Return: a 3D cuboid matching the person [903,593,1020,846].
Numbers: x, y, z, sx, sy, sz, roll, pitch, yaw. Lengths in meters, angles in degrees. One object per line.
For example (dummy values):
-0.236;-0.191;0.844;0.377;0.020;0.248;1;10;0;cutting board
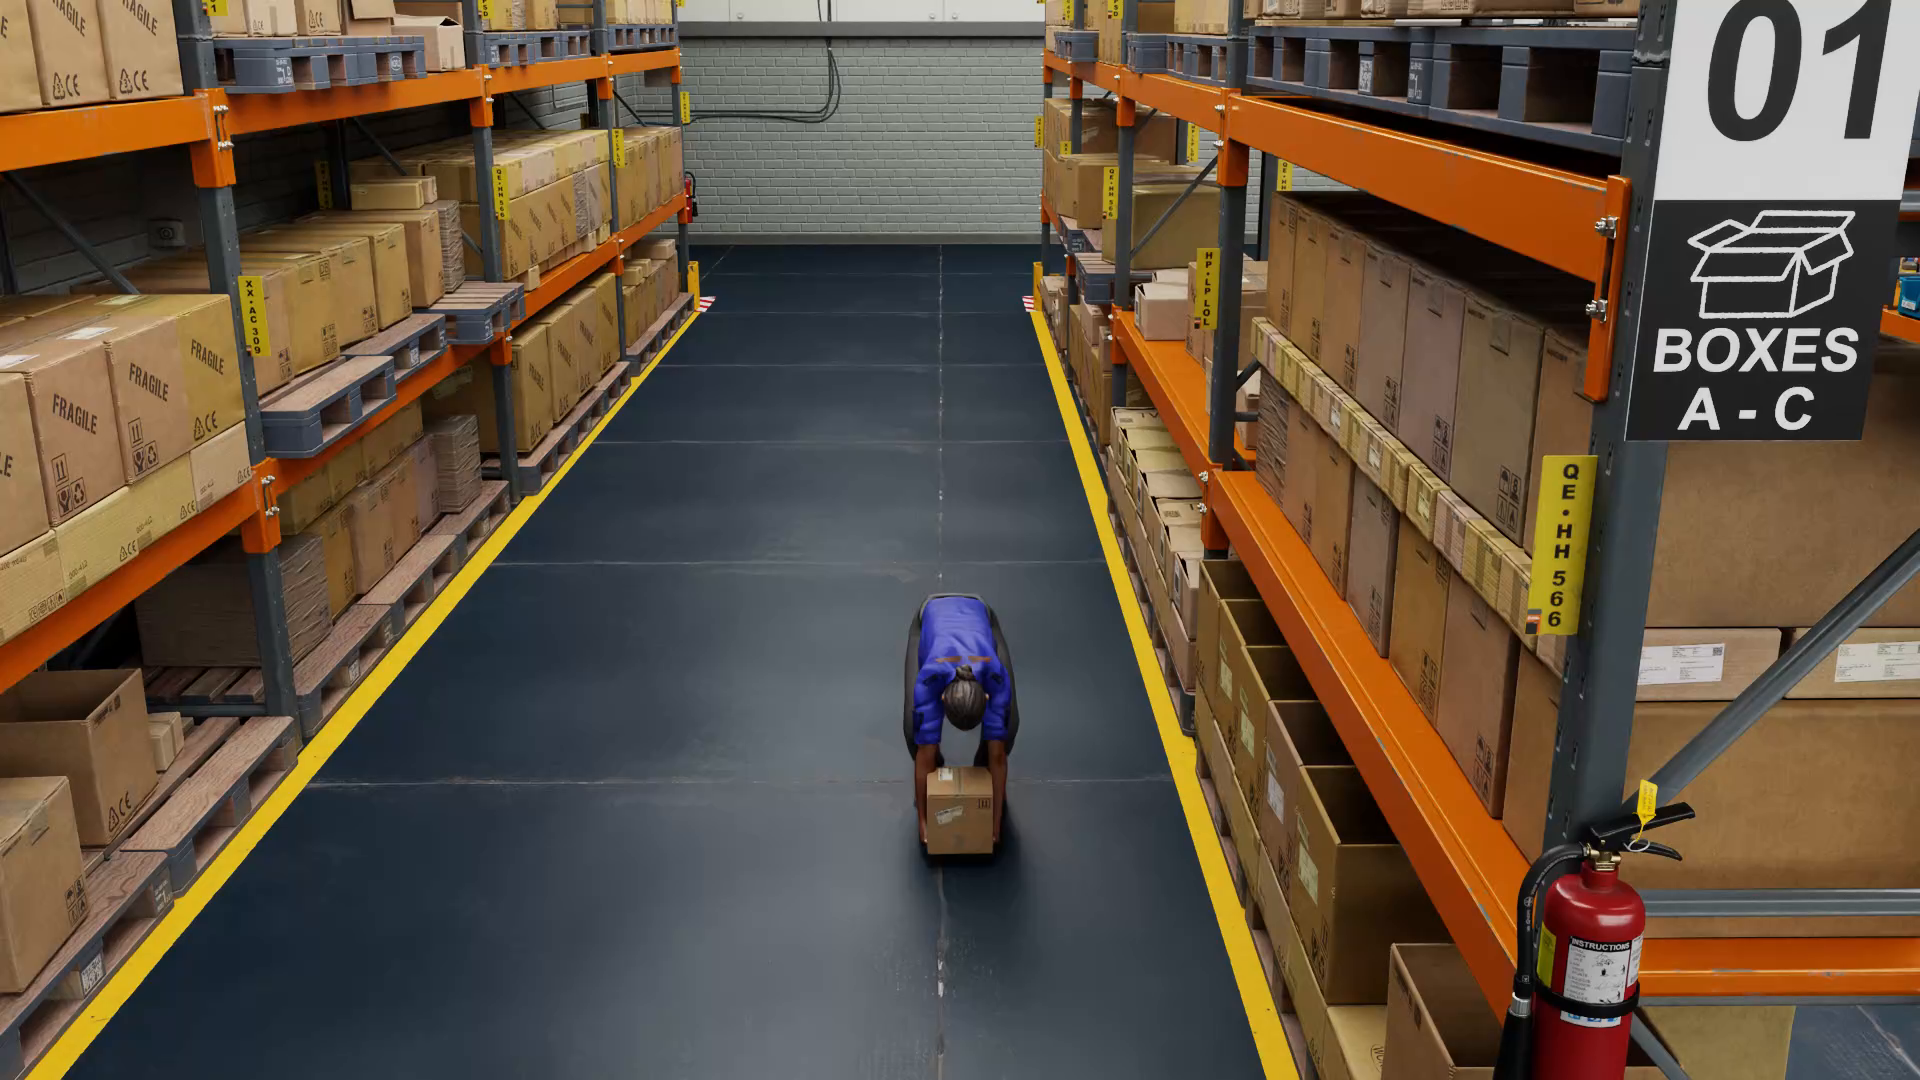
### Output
0.006;0.707;6.619;0.465;0.864;0.866;-1;17;-3;person
